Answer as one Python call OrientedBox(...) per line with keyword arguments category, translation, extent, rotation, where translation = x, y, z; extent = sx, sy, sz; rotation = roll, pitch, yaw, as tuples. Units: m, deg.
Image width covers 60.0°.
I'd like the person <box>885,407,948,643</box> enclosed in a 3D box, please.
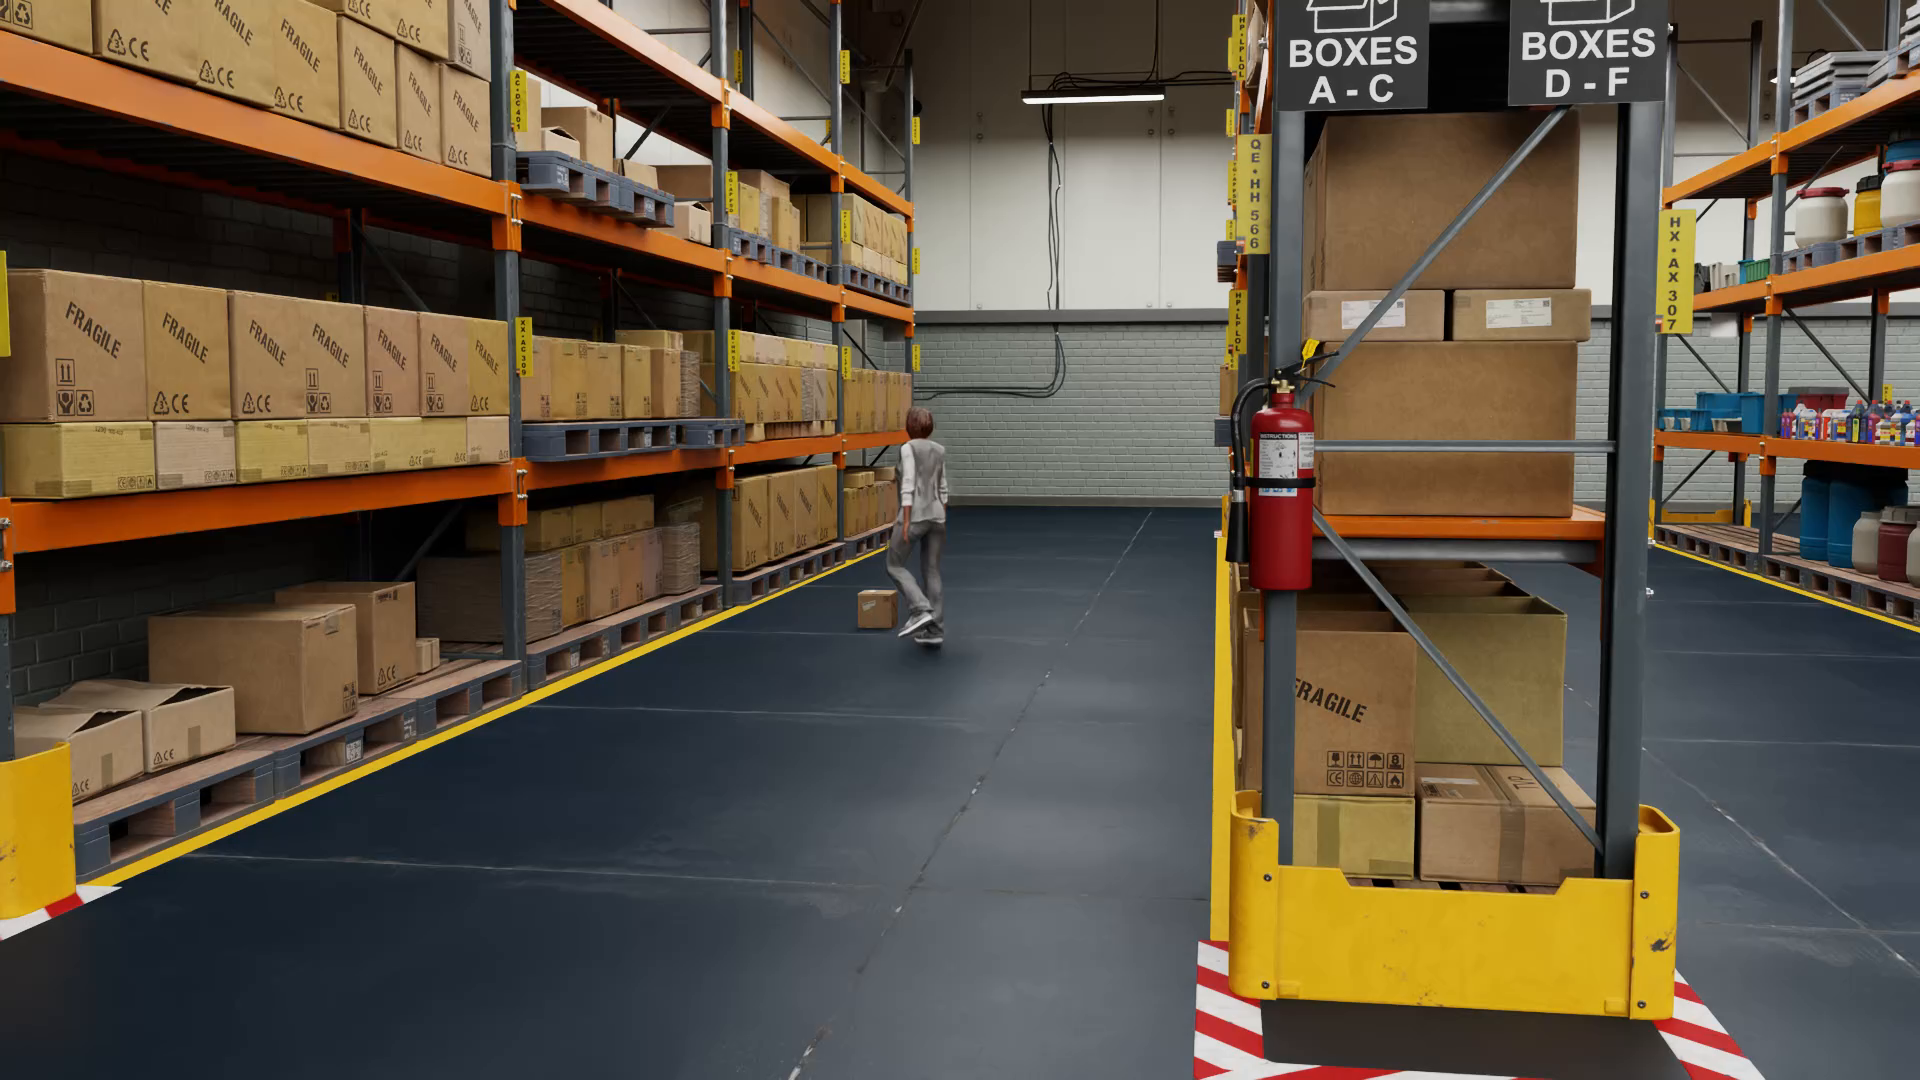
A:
OrientedBox(category="person", translation=(-0.243, -0.100, 11.177), extent=(0.445, 1.584, 0.435), rotation=(-4, 6, -39))
